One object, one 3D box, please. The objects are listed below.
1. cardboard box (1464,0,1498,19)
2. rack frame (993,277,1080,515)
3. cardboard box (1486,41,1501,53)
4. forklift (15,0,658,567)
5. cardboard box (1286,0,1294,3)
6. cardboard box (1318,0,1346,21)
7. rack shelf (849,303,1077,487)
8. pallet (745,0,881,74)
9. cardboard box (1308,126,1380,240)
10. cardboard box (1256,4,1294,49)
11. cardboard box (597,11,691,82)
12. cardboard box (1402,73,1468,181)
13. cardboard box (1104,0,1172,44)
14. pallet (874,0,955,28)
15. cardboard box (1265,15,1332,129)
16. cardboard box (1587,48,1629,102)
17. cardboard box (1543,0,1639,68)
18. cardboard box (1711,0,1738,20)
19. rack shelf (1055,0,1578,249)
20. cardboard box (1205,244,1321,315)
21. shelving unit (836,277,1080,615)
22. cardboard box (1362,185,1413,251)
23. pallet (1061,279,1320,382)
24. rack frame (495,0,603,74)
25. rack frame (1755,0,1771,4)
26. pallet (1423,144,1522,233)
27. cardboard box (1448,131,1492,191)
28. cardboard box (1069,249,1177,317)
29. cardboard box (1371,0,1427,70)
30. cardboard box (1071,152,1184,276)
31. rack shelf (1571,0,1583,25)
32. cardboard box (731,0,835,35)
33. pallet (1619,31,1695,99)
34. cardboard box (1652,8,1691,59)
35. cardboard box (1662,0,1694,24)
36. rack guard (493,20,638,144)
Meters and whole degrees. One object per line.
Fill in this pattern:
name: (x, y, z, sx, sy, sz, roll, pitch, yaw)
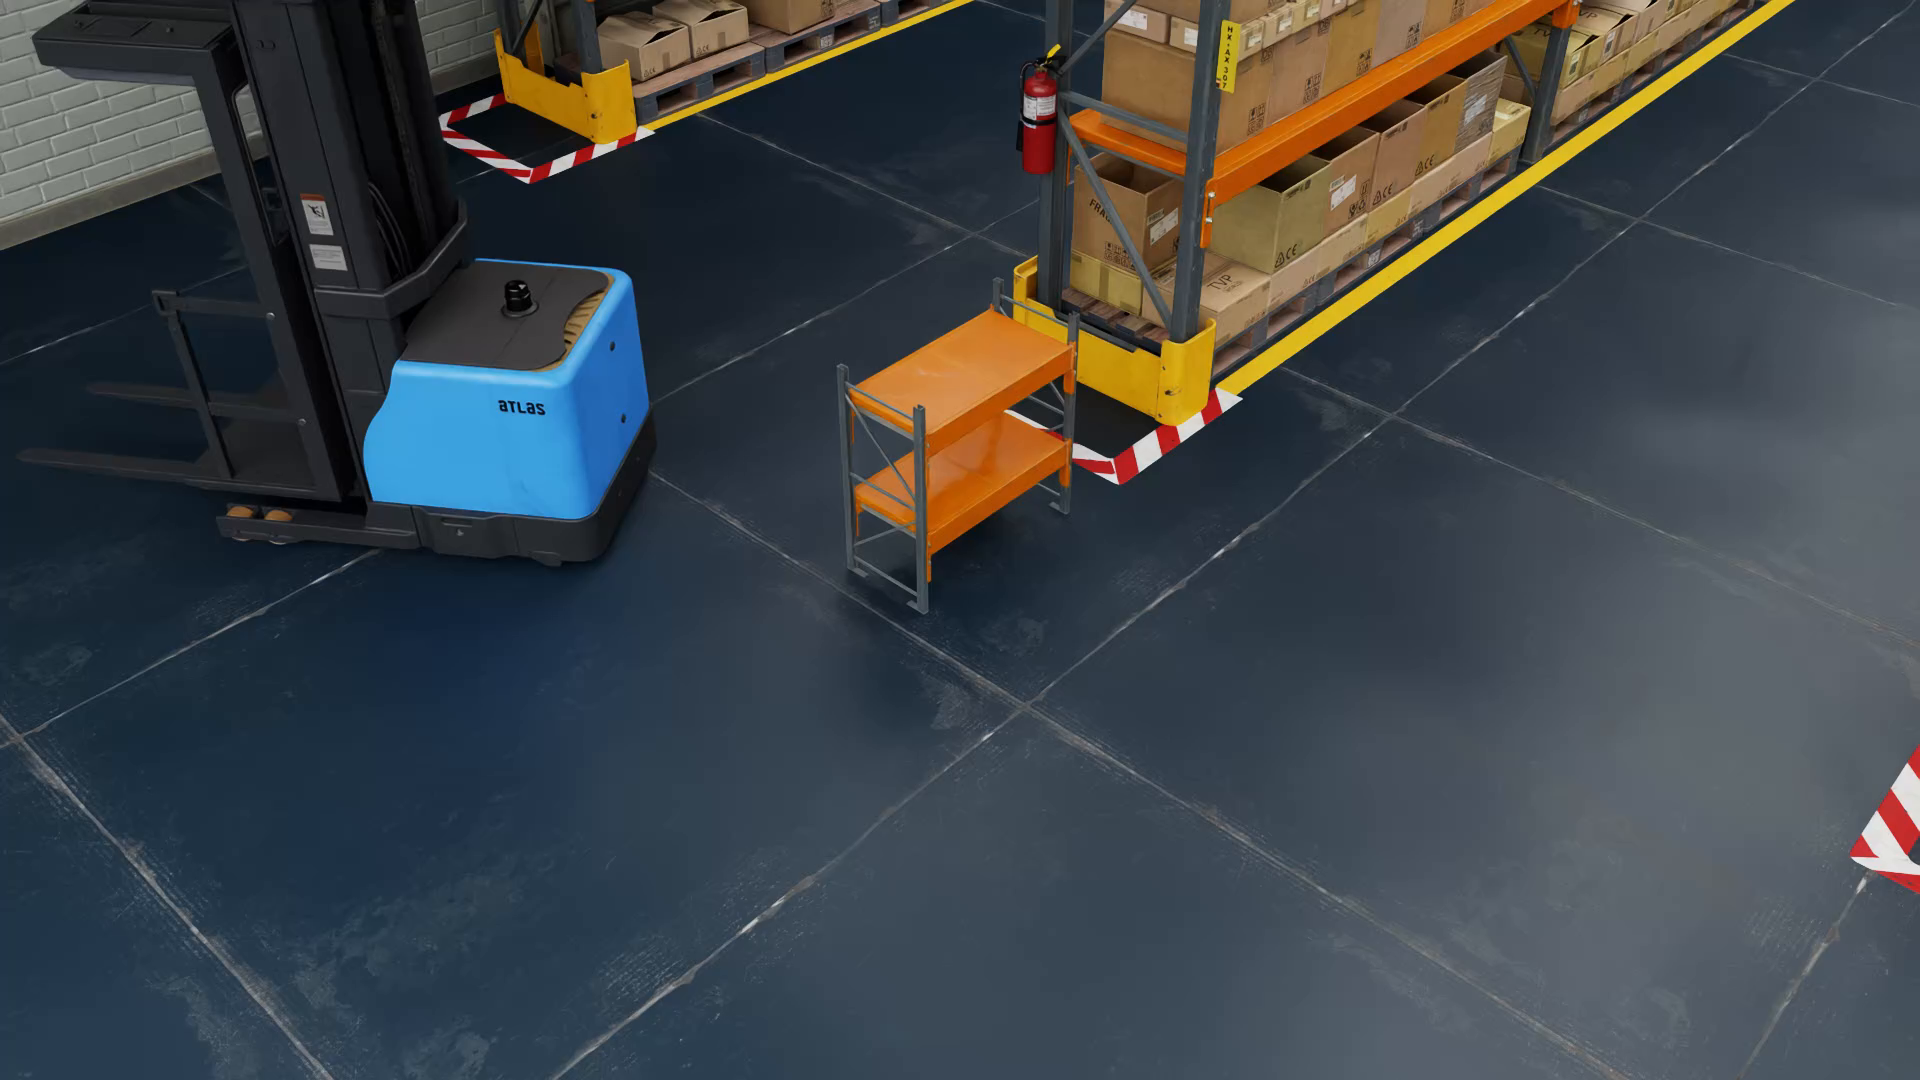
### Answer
cardboard box: (2.883, -3.520, 9.970, 0.700, 0.500, 0.500, 29, 47, 31)
rack frame: (0.348, -0.677, 7.981, 0.500, 1.125, 0.032, 30, 47, 32)
cardboard box: (3.590, -3.547, 11.505, 0.500, 0.311, 0.500, 30, 47, 32)
forklift: (-3.111, -1.443, 7.494, 3.031, 2.935, 1.130, 5, 39, 7)
cardboard box: (1.541, -3.119, 8.423, 0.700, 0.500, 0.500, 28, 46, 31)
cardboard box: (1.771, -2.829, 8.580, 0.380, 0.149, 0.250, 29, 47, 31)
rack shelf: (0.005, -0.672, 7.505, 0.538, 0.278, 1.000, 30, 47, 32)
pallet: (-1.380, -4.033, 12.936, 1.003, 0.211, 1.213, 30, 47, 32)
cardboard box: (2.020, -2.095, 9.528, 0.500, 0.500, 0.500, 30, 47, 32)
cardboard box: (1.430, -2.600, 8.292, 0.380, 0.149, 0.250, 28, 46, 31)
cardboard box: (-2.296, -3.573, 11.924, 0.500, 0.311, 0.500, 24, 44, 27)
cardboard box: (2.697, -2.553, 10.104, 0.500, 0.500, 0.500, 30, 47, 32)
cardboard box: (0.947, -2.643, 8.346, 0.380, 0.149, 0.250, 29, 47, 31)
pallet: (-0.557, -4.596, 13.644, 1.003, 0.211, 1.213, 30, 47, 32)
cardboard box: (1.505, -2.586, 8.796, 0.700, 0.500, 0.500, 31, 48, 33)
cardboard box: (4.330, -3.336, 11.691, 0.500, 0.250, 0.500, 31, 48, 33)
cardboard box: (4.333, -3.553, 11.513, 0.500, 0.311, 0.500, 29, 47, 31)
cardboard box: (5.707, -4.276, 12.873, 0.500, 0.250, 0.500, 29, 47, 31)
rack shelf: (2.180, -2.732, 9.637, 1.077, 0.370, 4.000, 30, 47, 32)
cardboard box: (1.691, -1.567, 9.466, 0.500, 0.250, 0.500, 30, 47, 32)
shelving unit: (0.005, -0.443, 7.687, 0.538, 1.125, 1.048, 30, 47, 32)
cardboard box: (2.369, -2.024, 10.041, 0.500, 0.250, 0.500, 30, 47, 32)
pallet: (1.315, -1.372, 9.590, 1.003, 0.211, 1.213, 30, 47, 32)
rack frame: (-2.829, -4.173, 10.872, 1.000, 3.000, 0.127, 30, 47, 32)
rack frame: (6.227, -5.770, 12.880, 1.000, 3.000, 0.127, 30, 47, 32)
pallet: (2.961, -2.493, 11.000, 1.003, 0.211, 1.213, 30, 47, 32)
cardboard box: (3.033, -2.490, 10.627, 0.500, 0.250, 0.500, 30, 47, 32)
cardboard box: (0.974, -1.553, 9.449, 0.500, 0.250, 0.500, 30, 47, 32)
cardboard box: (2.197, -3.055, 9.386, 0.700, 0.500, 0.500, 31, 48, 33)
cardboard box: (0.972, -1.848, 9.217, 0.500, 0.500, 0.500, 30, 47, 32)
rack shelf: (4.878, -4.570, 11.948, 1.077, 0.370, 4.000, 30, 47, 32)
cardboard box: (-1.379, -4.225, 12.592, 0.700, 0.500, 0.500, 27, 46, 29)
pallet: (4.820, -3.759, 12.591, 1.003, 0.211, 1.213, 30, 47, 32)
cardboard box: (5.021, -3.809, 12.285, 0.500, 0.250, 0.500, 31, 48, 33)
cardboard box: (5.028, -4.032, 12.116, 0.500, 0.311, 0.500, 31, 48, 33)
rack guard: (-2.778, -3.230, 11.694, 1.175, 0.500, 0.348, 30, 47, 32)
